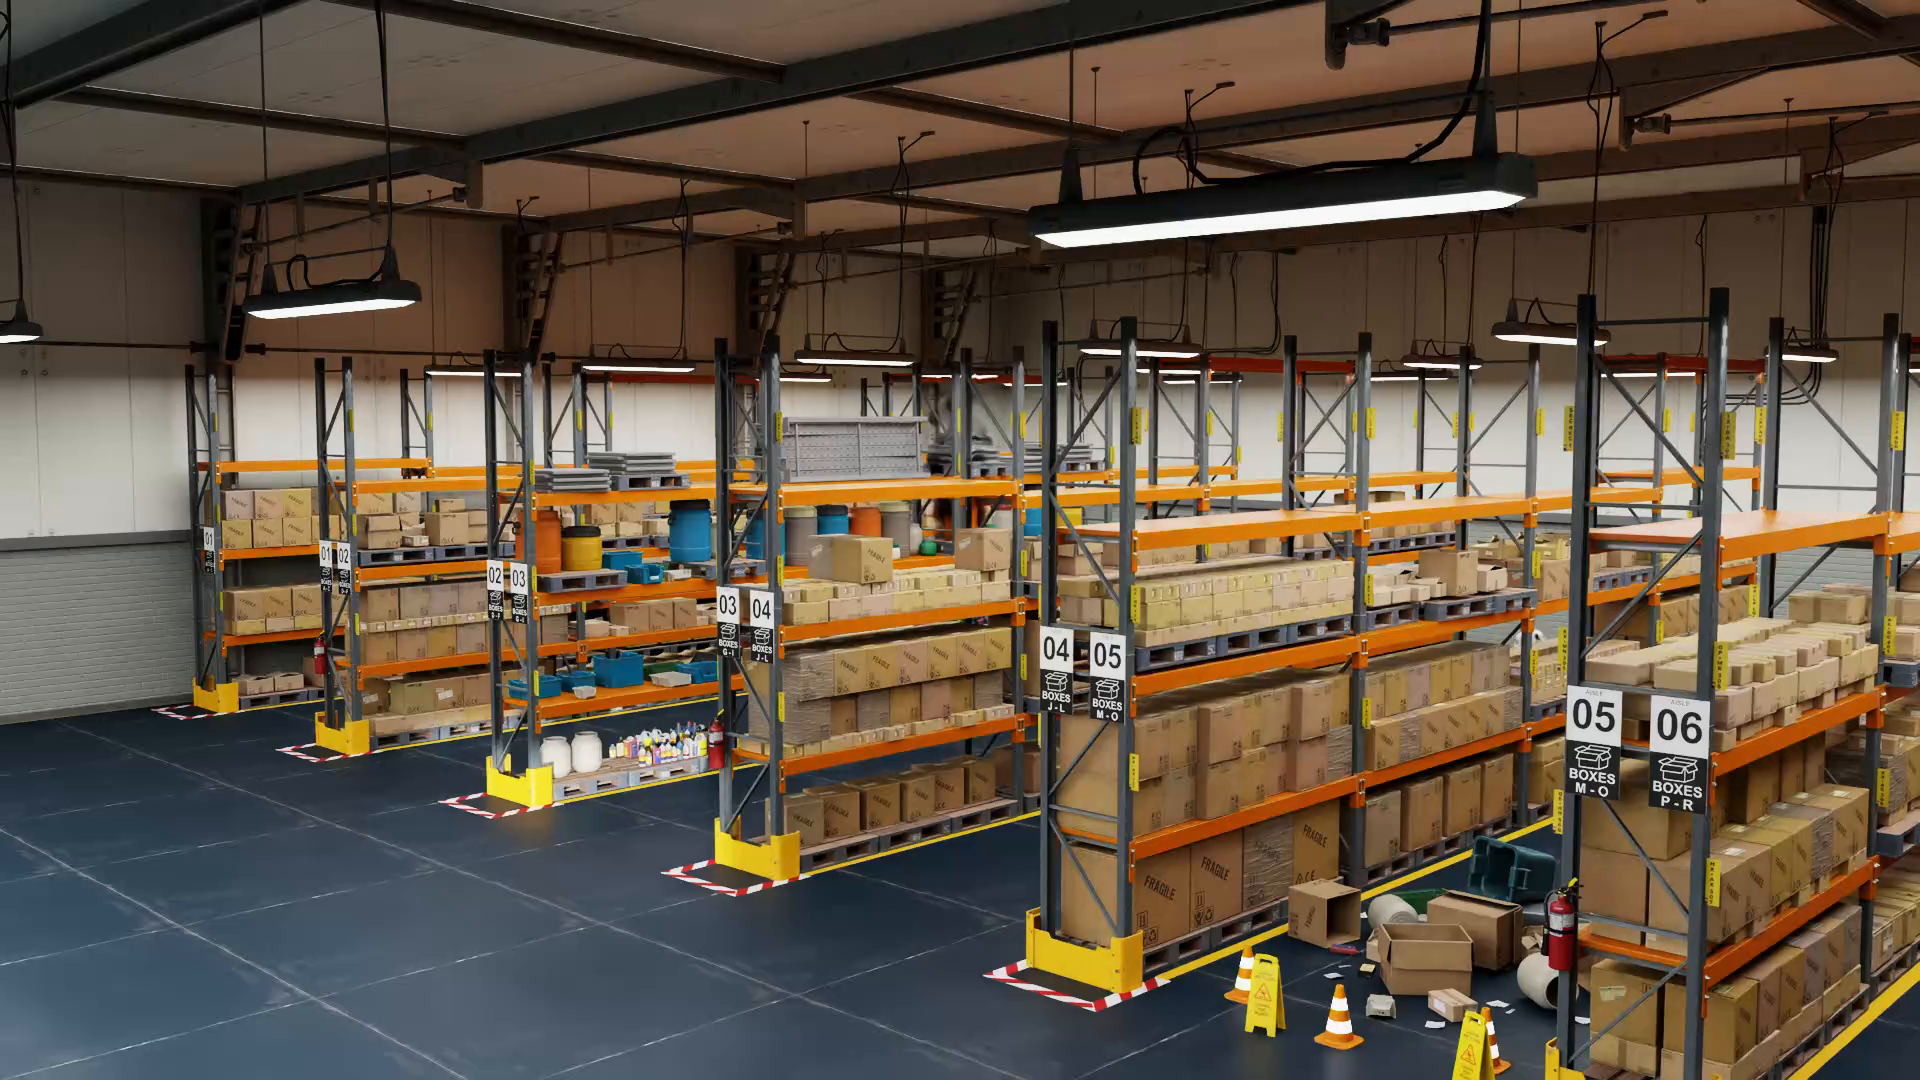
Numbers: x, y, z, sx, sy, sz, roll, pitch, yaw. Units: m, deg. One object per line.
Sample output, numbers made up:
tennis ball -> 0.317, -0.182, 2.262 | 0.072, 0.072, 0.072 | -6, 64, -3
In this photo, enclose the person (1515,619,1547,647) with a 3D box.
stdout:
person -> 10.077, 2.131, 29.161 | 0.680, 1.590, 0.563 | 1, 5, 14
